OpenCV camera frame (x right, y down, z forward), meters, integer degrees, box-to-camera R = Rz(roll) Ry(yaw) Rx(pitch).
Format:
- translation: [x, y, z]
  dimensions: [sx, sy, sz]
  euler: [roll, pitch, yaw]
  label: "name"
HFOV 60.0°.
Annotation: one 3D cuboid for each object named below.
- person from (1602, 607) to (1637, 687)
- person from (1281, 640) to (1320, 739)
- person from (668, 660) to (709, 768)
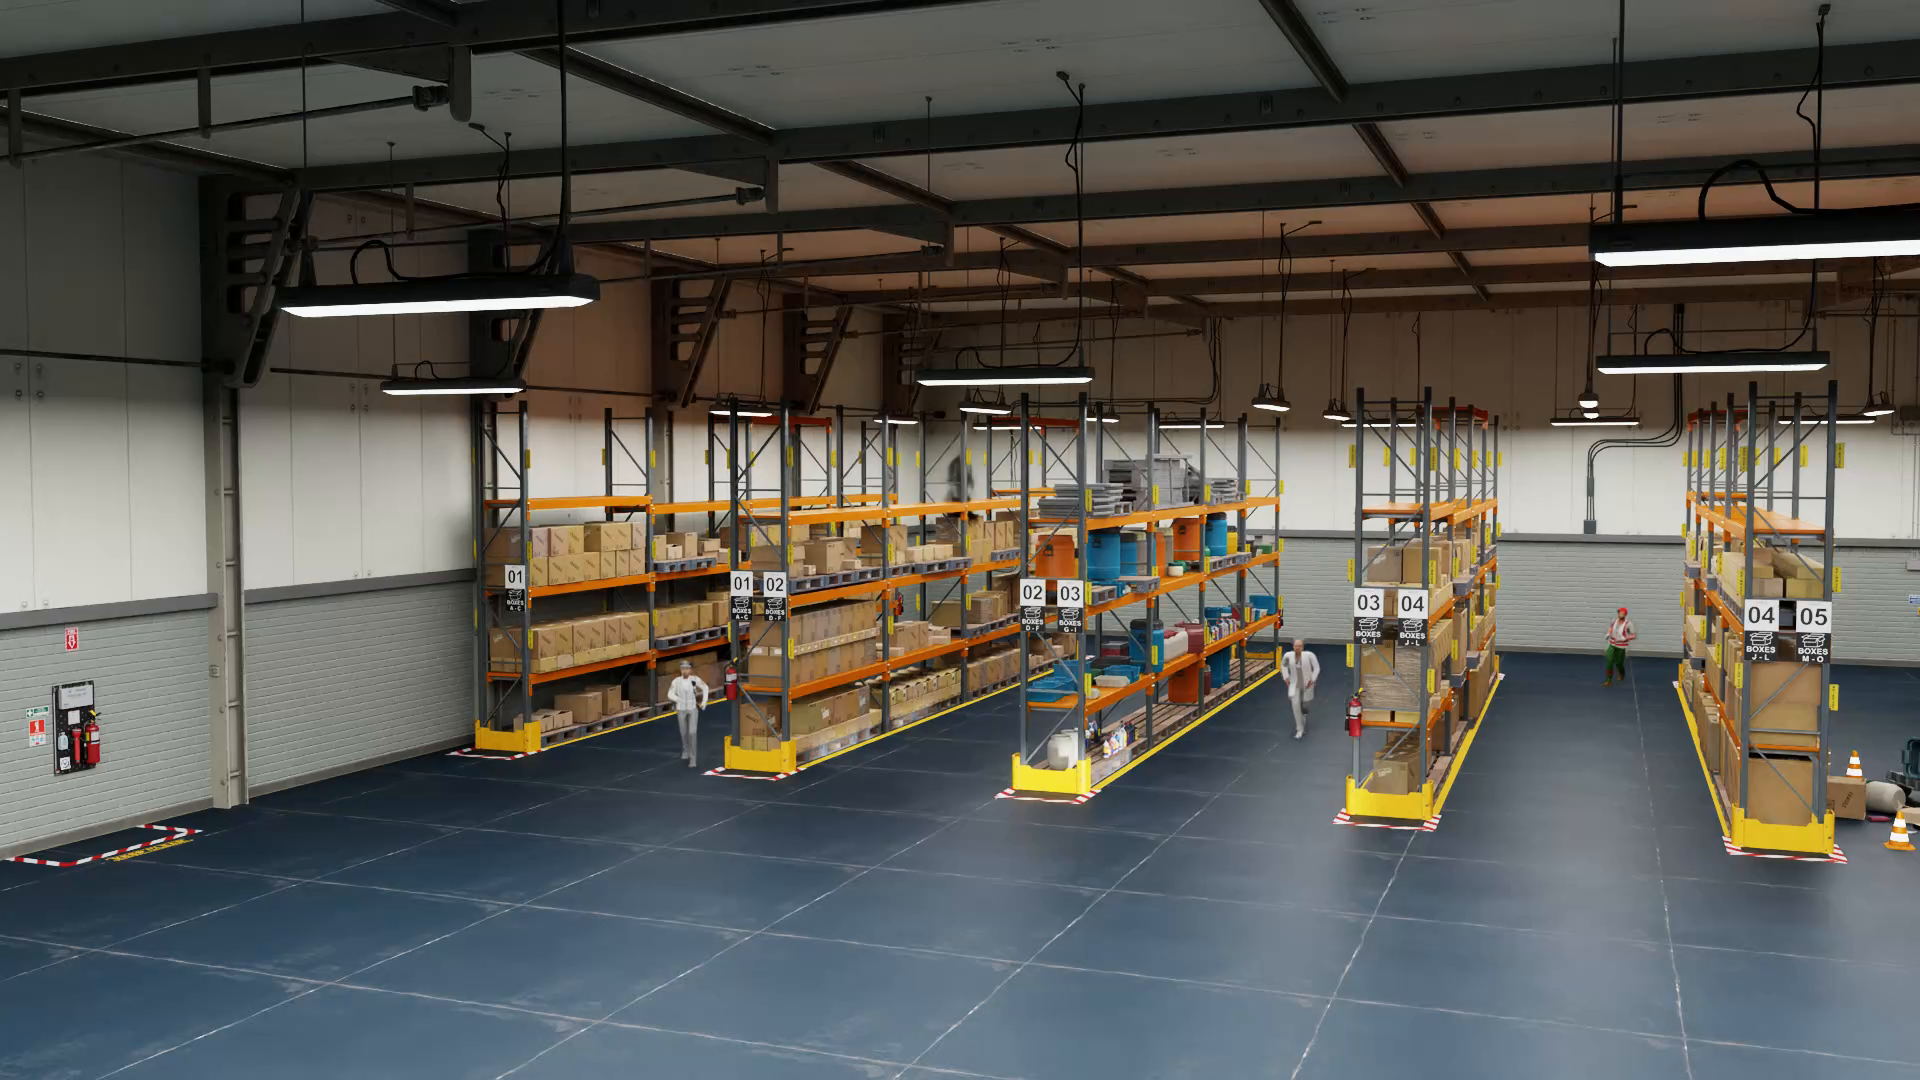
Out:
- translation: [14.562, 2.362, 36.651]
  dimensions: [0.819, 1.768, 0.702]
  euler: [-2, 4, -40]
  label: "person"
- translation: [6.188, 2.728, 30.257]
  dimensions: [0.712, 1.679, 1.058]
  euler: [1, 3, 15]
  label: "person"
- translation: [-4.465, 2.833, 27.288]
  dimensions: [0.646, 1.747, 0.785]
  euler: [0, 3, -1]
  label: "person"
